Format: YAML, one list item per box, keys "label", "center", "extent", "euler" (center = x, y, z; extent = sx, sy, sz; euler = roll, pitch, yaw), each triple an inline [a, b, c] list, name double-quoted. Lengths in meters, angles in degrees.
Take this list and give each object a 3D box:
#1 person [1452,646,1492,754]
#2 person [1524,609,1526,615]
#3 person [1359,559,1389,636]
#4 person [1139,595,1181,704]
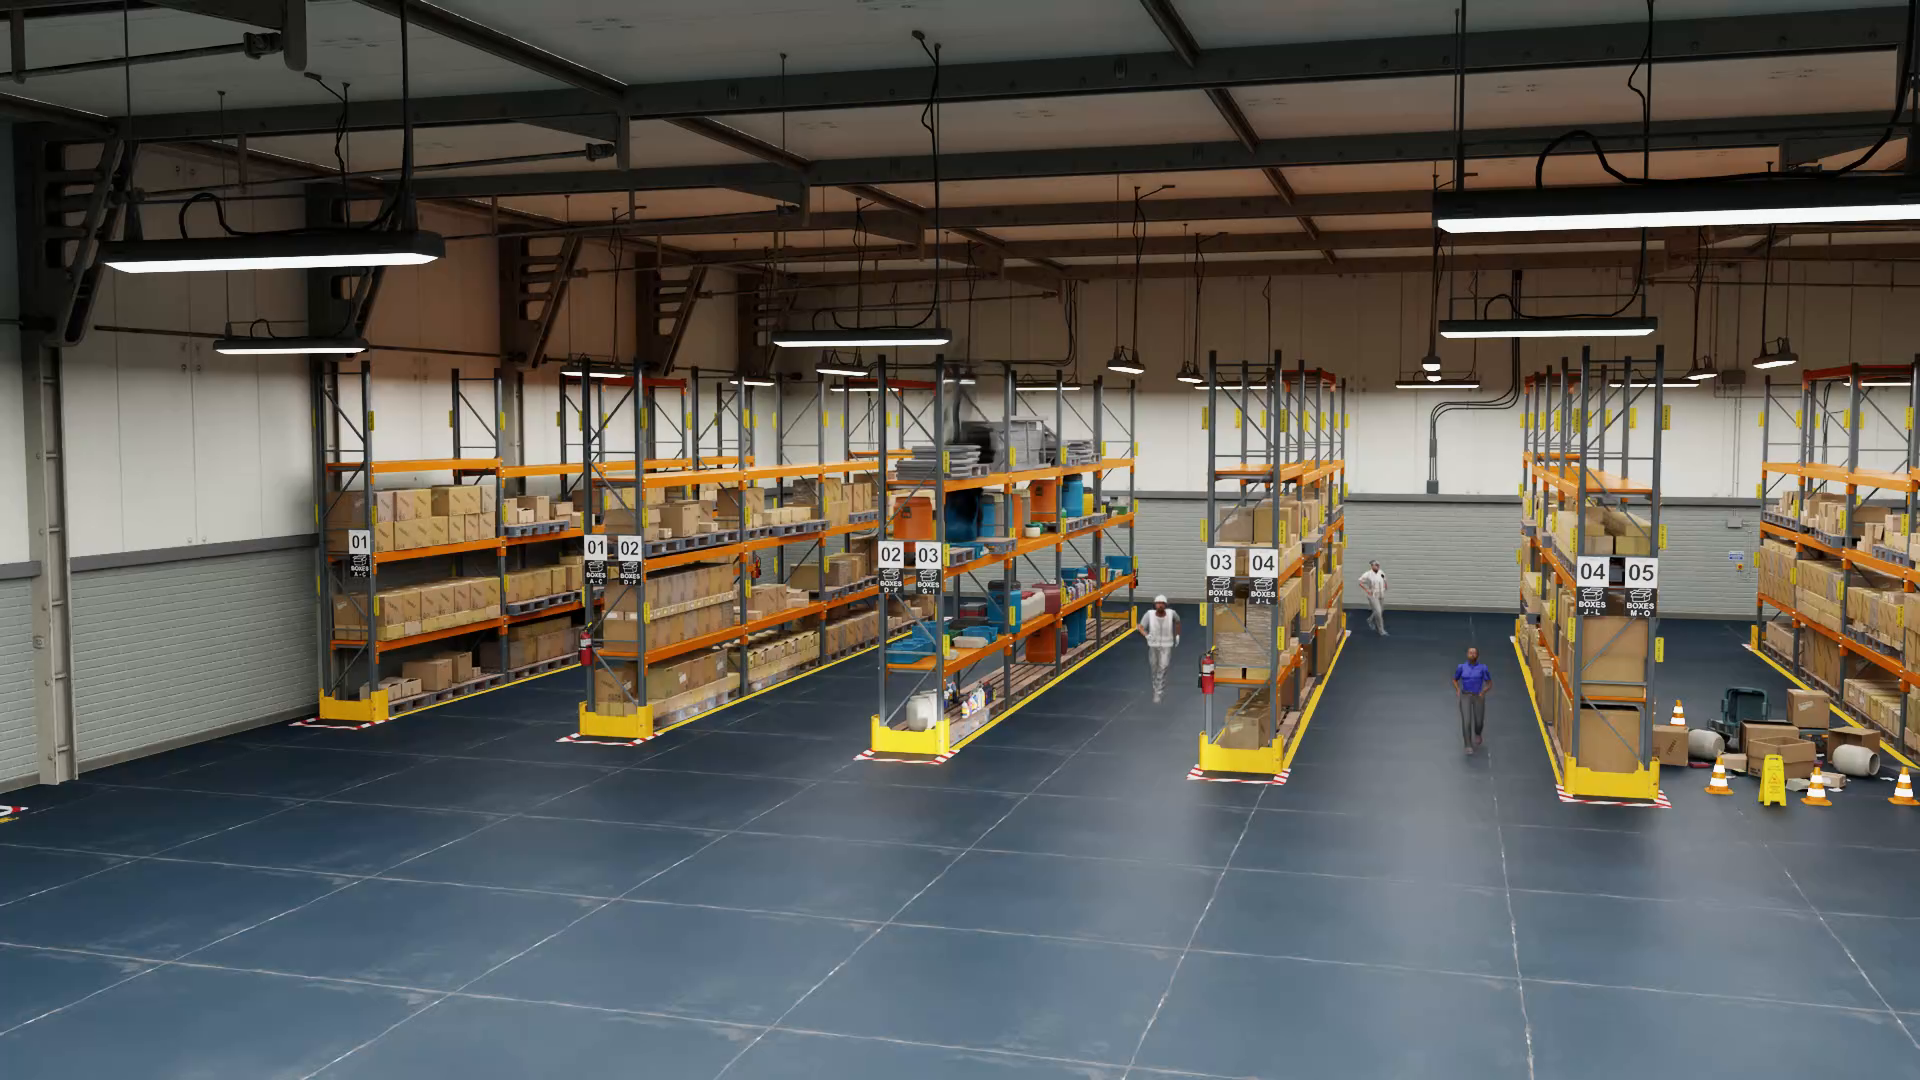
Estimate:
- label: "person"
  center: [7.725, 2.404, 25.124]
  extent: [0.576, 1.604, 0.612]
  euler: [1, 4, 19]
- label: "person"
  center: [13.430, 1.430, 38.994]
  extent: [0.587, 1.540, 0.509]
  euler: [-1, 4, -15]
- label: "person"
  center: [9.755, 1.326, 39.159]
  extent: [0.669, 1.789, 0.888]
  euler: [-2, 4, -23]
- label: "person"
  center: [3.380, 1.821, 28.144]
  extent: [0.707, 1.800, 0.946]
  euler: [1, 4, 7]
